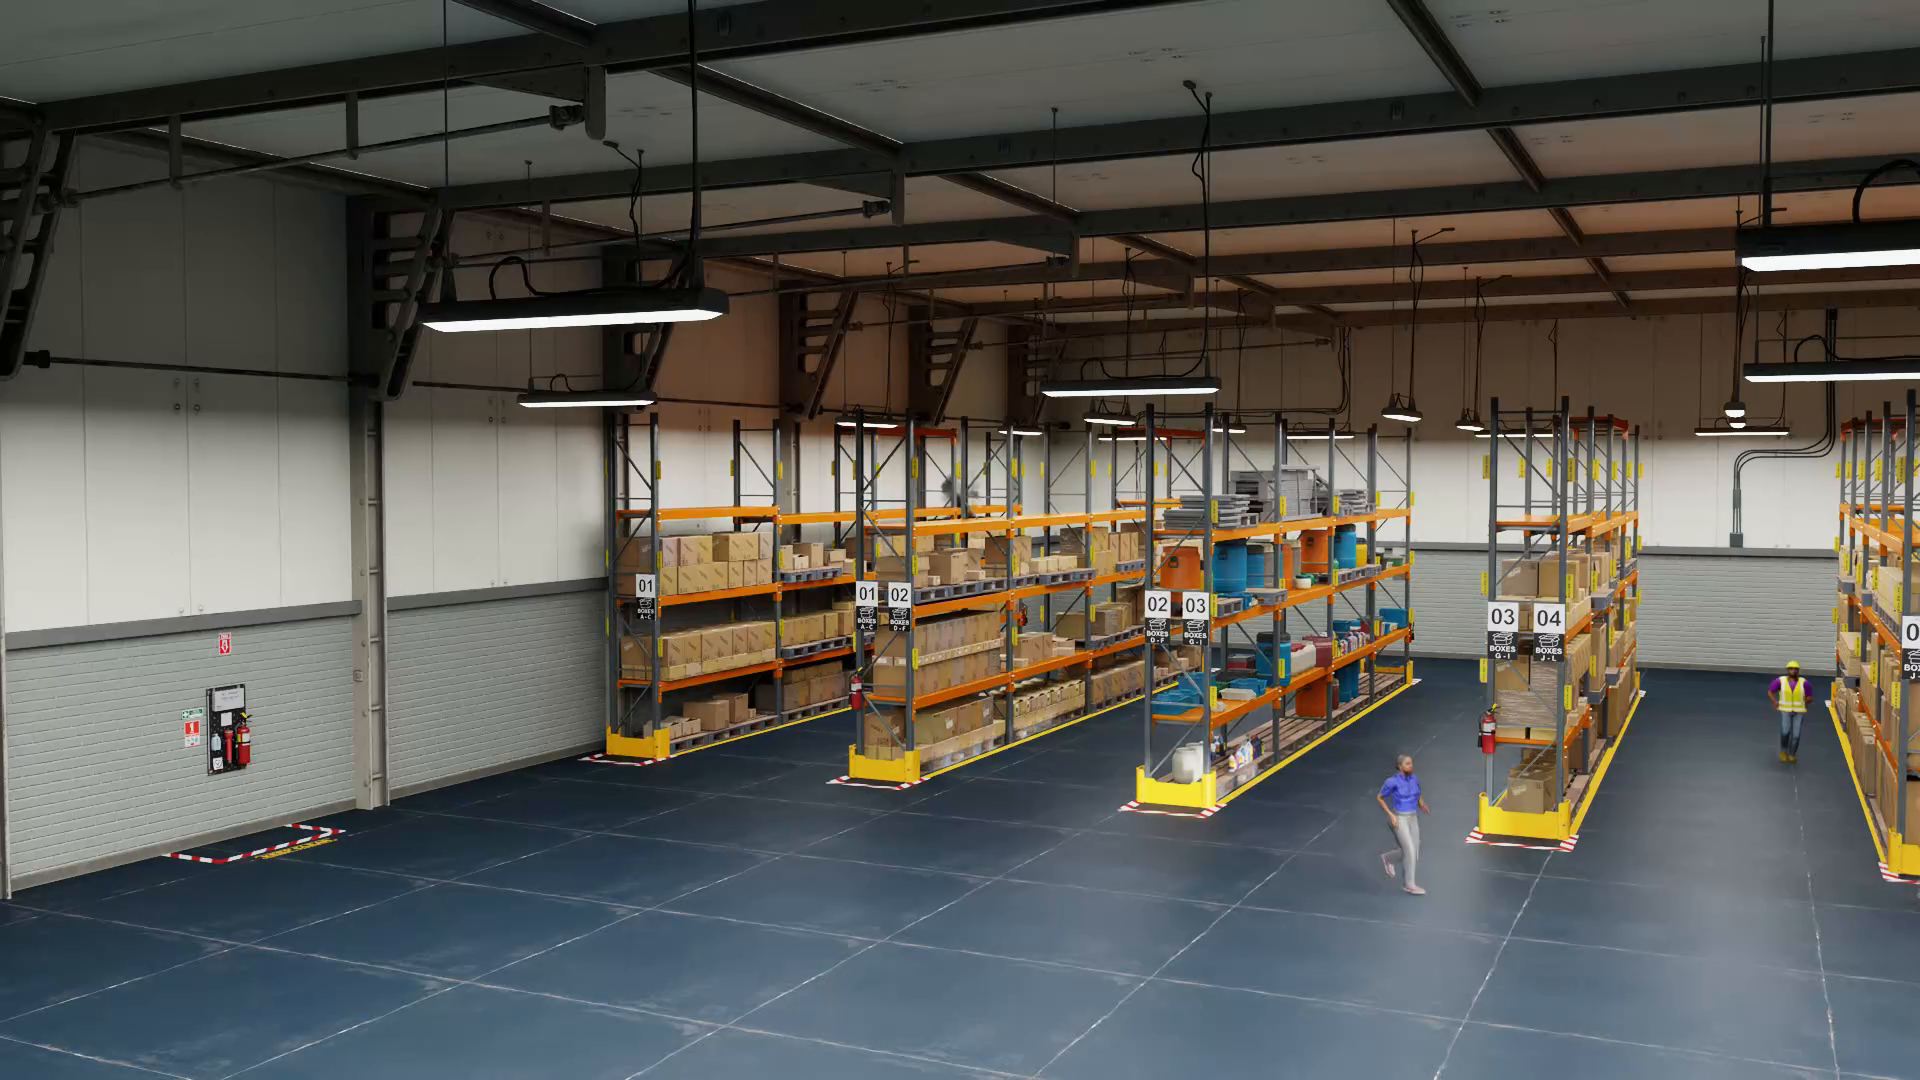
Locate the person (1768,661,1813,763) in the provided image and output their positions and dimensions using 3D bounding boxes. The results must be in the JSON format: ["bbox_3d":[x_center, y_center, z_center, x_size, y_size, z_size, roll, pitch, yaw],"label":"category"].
[{"bbox_3d":[14.151,2.935,28.299,0.684,1.742,0.618,1,3,20],"label":"person"}]

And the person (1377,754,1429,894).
[{"bbox_3d":[5.255,3.352,19.797,0.576,1.619,0.715,-1,3,-30],"label":"person"}]
